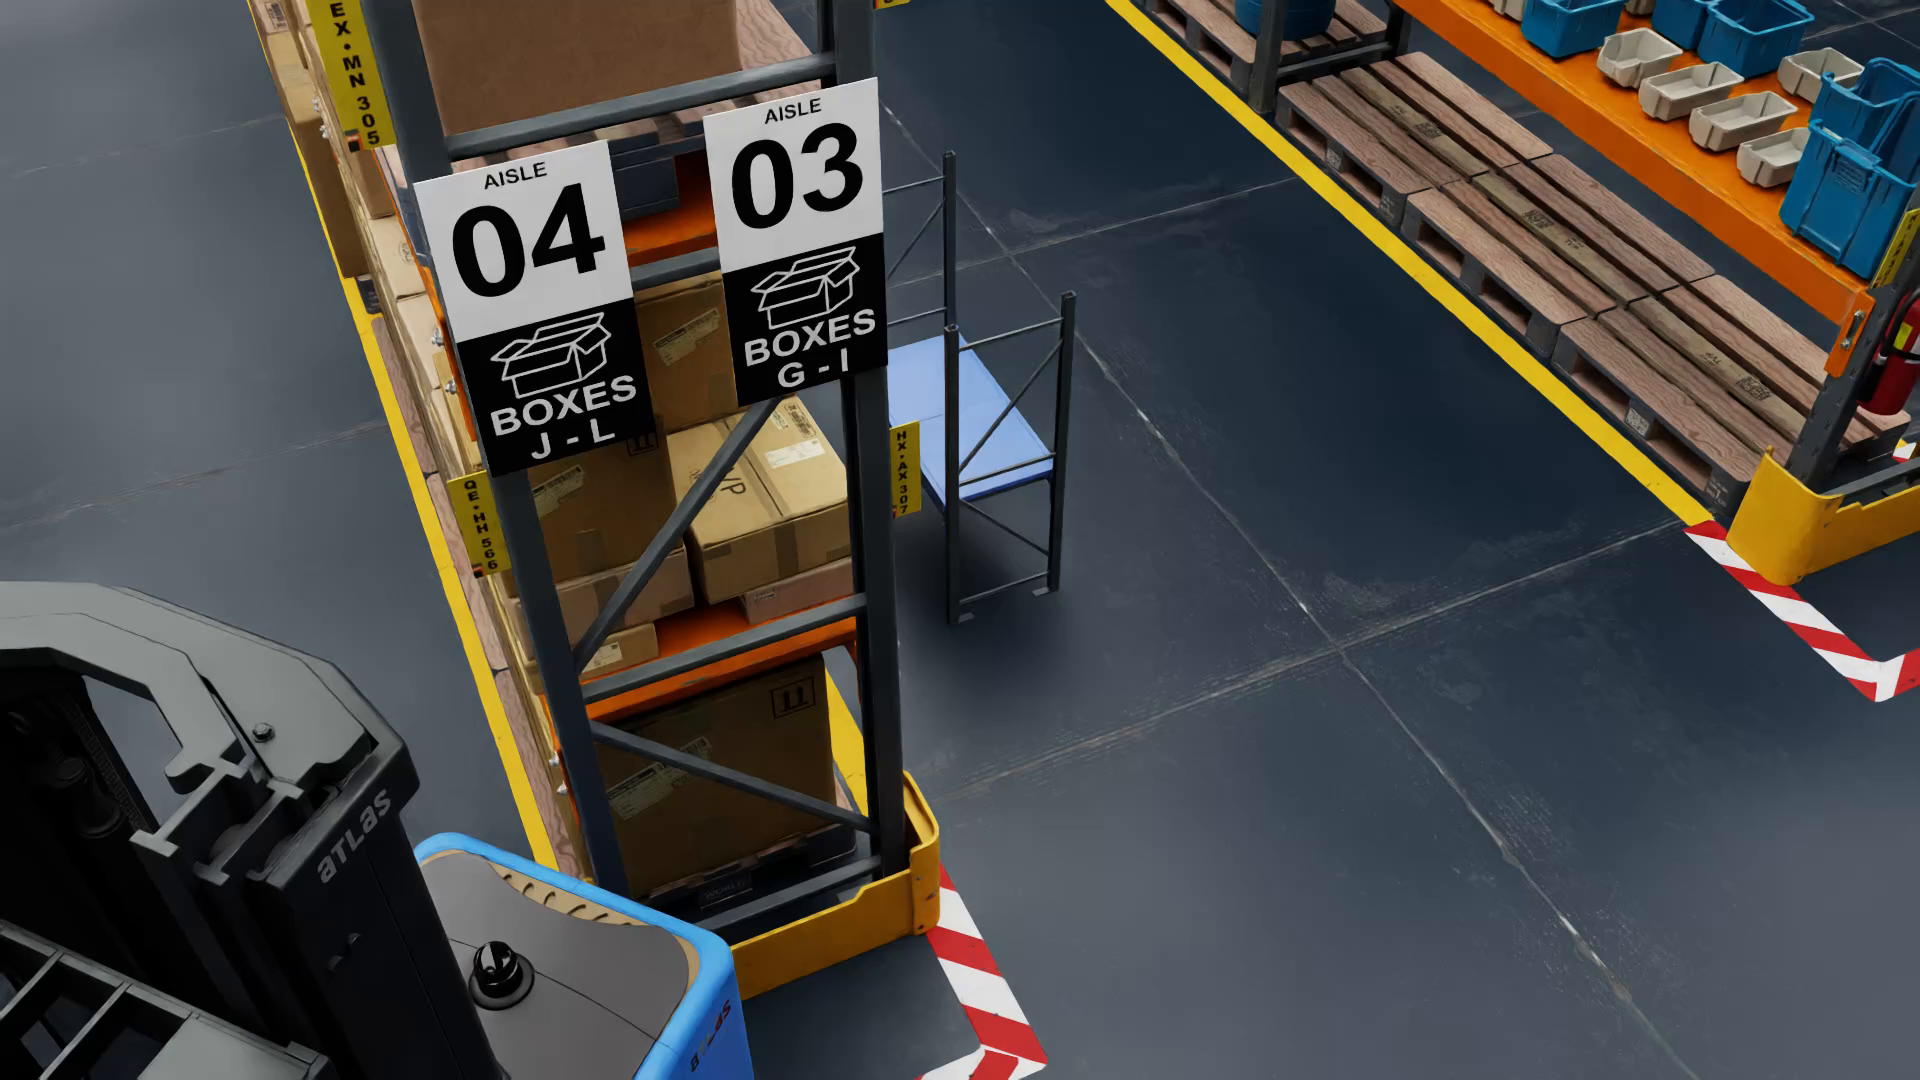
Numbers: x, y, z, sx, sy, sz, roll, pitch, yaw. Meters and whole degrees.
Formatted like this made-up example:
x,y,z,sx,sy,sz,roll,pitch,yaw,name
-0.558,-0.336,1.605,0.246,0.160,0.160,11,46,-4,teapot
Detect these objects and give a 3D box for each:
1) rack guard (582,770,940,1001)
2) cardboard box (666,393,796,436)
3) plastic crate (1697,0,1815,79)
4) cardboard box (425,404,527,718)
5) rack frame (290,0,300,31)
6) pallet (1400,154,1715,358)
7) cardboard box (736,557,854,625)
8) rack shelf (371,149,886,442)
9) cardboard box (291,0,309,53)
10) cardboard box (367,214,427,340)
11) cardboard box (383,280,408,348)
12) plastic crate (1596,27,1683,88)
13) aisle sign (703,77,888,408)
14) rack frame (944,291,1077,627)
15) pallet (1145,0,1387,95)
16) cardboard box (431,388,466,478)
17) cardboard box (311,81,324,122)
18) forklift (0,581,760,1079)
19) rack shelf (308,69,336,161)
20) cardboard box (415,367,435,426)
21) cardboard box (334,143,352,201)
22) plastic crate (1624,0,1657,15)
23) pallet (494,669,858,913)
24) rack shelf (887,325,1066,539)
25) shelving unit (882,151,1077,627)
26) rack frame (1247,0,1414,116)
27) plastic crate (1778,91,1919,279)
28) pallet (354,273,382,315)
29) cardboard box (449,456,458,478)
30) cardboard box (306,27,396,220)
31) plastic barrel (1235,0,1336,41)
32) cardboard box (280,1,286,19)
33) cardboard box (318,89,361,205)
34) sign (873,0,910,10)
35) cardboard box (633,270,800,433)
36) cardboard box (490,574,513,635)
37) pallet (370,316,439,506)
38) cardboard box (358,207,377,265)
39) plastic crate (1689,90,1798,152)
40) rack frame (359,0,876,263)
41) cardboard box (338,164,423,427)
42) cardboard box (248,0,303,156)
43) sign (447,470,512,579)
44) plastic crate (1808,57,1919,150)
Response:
x,y,z,sx,sy,sz,roll,pitch,yaw,name
-0.650,1.215,5.532,1.175,0.500,0.348,-18,47,-17,rack guard
-0.841,-0.458,5.342,0.500,0.250,0.500,-19,48,-18,cardboard box
3.475,-2.208,7.298,0.416,0.233,0.300,-18,47,-17,plastic crate
-1.384,-0.047,6.245,0.875,0.875,0.875,-18,47,-17,cardboard box
-2.342,-2.239,7.253,1.000,3.000,0.127,-18,47,-17,rack frame
3.014,-1.474,8.462,1.003,0.211,1.213,-18,47,-17,pallet
-0.510,0.076,5.085,0.380,0.149,0.250,-18,47,-17,cardboard box
-1.501,-1.776,5.160,1.077,0.370,4.000,-18,47,-17,rack shelf
-2.372,-2.178,6.552,0.500,0.500,0.500,-18,47,-17,cardboard box
-1.754,-0.952,5.843,0.500,0.250,0.500,-18,47,-17,cardboard box
-1.862,-0.870,6.044,0.380,0.149,0.250,-19,48,-19,cardboard box
2.938,-2.089,7.245,0.298,0.136,0.250,-18,47,-17,plastic crate
-0.357,-0.658,3.799,0.394,0.787,0.004,-18,47,-17,aisle sign
0.178,-0.264,6.319,0.500,1.500,0.032,-18,47,-17,rack frame
1.866,-3.213,10.225,1.003,0.211,1.213,-18,47,-17,pallet
-1.317,-0.297,5.179,0.500,0.250,0.500,-19,48,-18,cardboard box
-2.519,-1.863,7.050,0.380,0.149,0.250,-18,47,-17,cardboard box
-1.649,1.623,3.387,1.130,2.935,3.031,17,47,16,forklift
-3.182,-3.258,8.797,1.077,0.370,4.000,-18,47,-17,rack shelf
-1.648,-0.546,5.715,0.380,0.149,0.250,-18,47,-17,cardboard box
-2.297,-1.528,6.711,0.380,0.149,0.250,-17,47,-16,cardboard box
3.157,-2.608,7.772,0.293,0.136,0.466,-18,47,-17,plastic crate
-1.067,0.816,6.142,1.003,0.211,1.213,-18,47,-17,pallet
-0.036,-0.460,6.773,0.538,0.185,1.000,-18,47,-17,rack shelf
-0.036,-0.588,6.647,0.538,1.500,1.048,-18,47,-17,shelving unit
2.152,-3.702,8.735,1.000,3.000,0.127,-18,47,-17,rack frame
3.524,-1.345,6.278,0.616,0.435,0.499,-18,47,-17,plastic crate
-2.734,-1.716,8.708,1.003,0.211,1.213,-18,47,-17,pallet
-1.428,-0.216,5.381,0.380,0.149,0.250,-17,47,-17,cardboard box
-1.949,-1.532,5.897,0.500,0.500,0.500,-19,48,-19,cardboard box
1.939,-3.456,9.681,0.600,0.901,0.708,-18,47,-17,plastic barrel
-2.988,-2.810,7.759,0.500,0.500,0.500,-17,47,-16,cardboard box
-2.177,-1.597,6.496,0.500,0.250,0.500,-18,47,-18,cardboard box
-0.154,-1.257,3.443,0.100,0.325,0.005,-18,47,-17,sign
-0.827,-0.714,5.068,0.500,0.500,0.500,-19,48,-18,cardboard box
-1.219,0.104,5.056,0.380,0.149,0.250,-18,47,-17,cardboard box
-2.093,-0.739,7.717,1.003,0.211,1.213,-18,47,-17,pallet
-2.077,-1.198,6.376,0.380,0.149,0.250,-19,48,-18,cardboard box
3.218,-1.736,6.887,0.396,0.136,0.243,-18,47,-17,plastic crate
-0.660,-1.826,2.562,1.000,3.000,0.127,-18,47,-17,rack frame
-2.137,-1.188,7.401,0.875,0.875,0.875,-18,47,-17,cardboard box
-3.005,-2.604,8.836,1.225,0.875,0.875,-20,48,-19,cardboard box
-1.158,-0.035,4.026,0.100,0.325,0.005,-18,47,-17,sign
3.752,-1.789,6.872,0.416,0.233,0.300,-18,47,-17,plastic crate
